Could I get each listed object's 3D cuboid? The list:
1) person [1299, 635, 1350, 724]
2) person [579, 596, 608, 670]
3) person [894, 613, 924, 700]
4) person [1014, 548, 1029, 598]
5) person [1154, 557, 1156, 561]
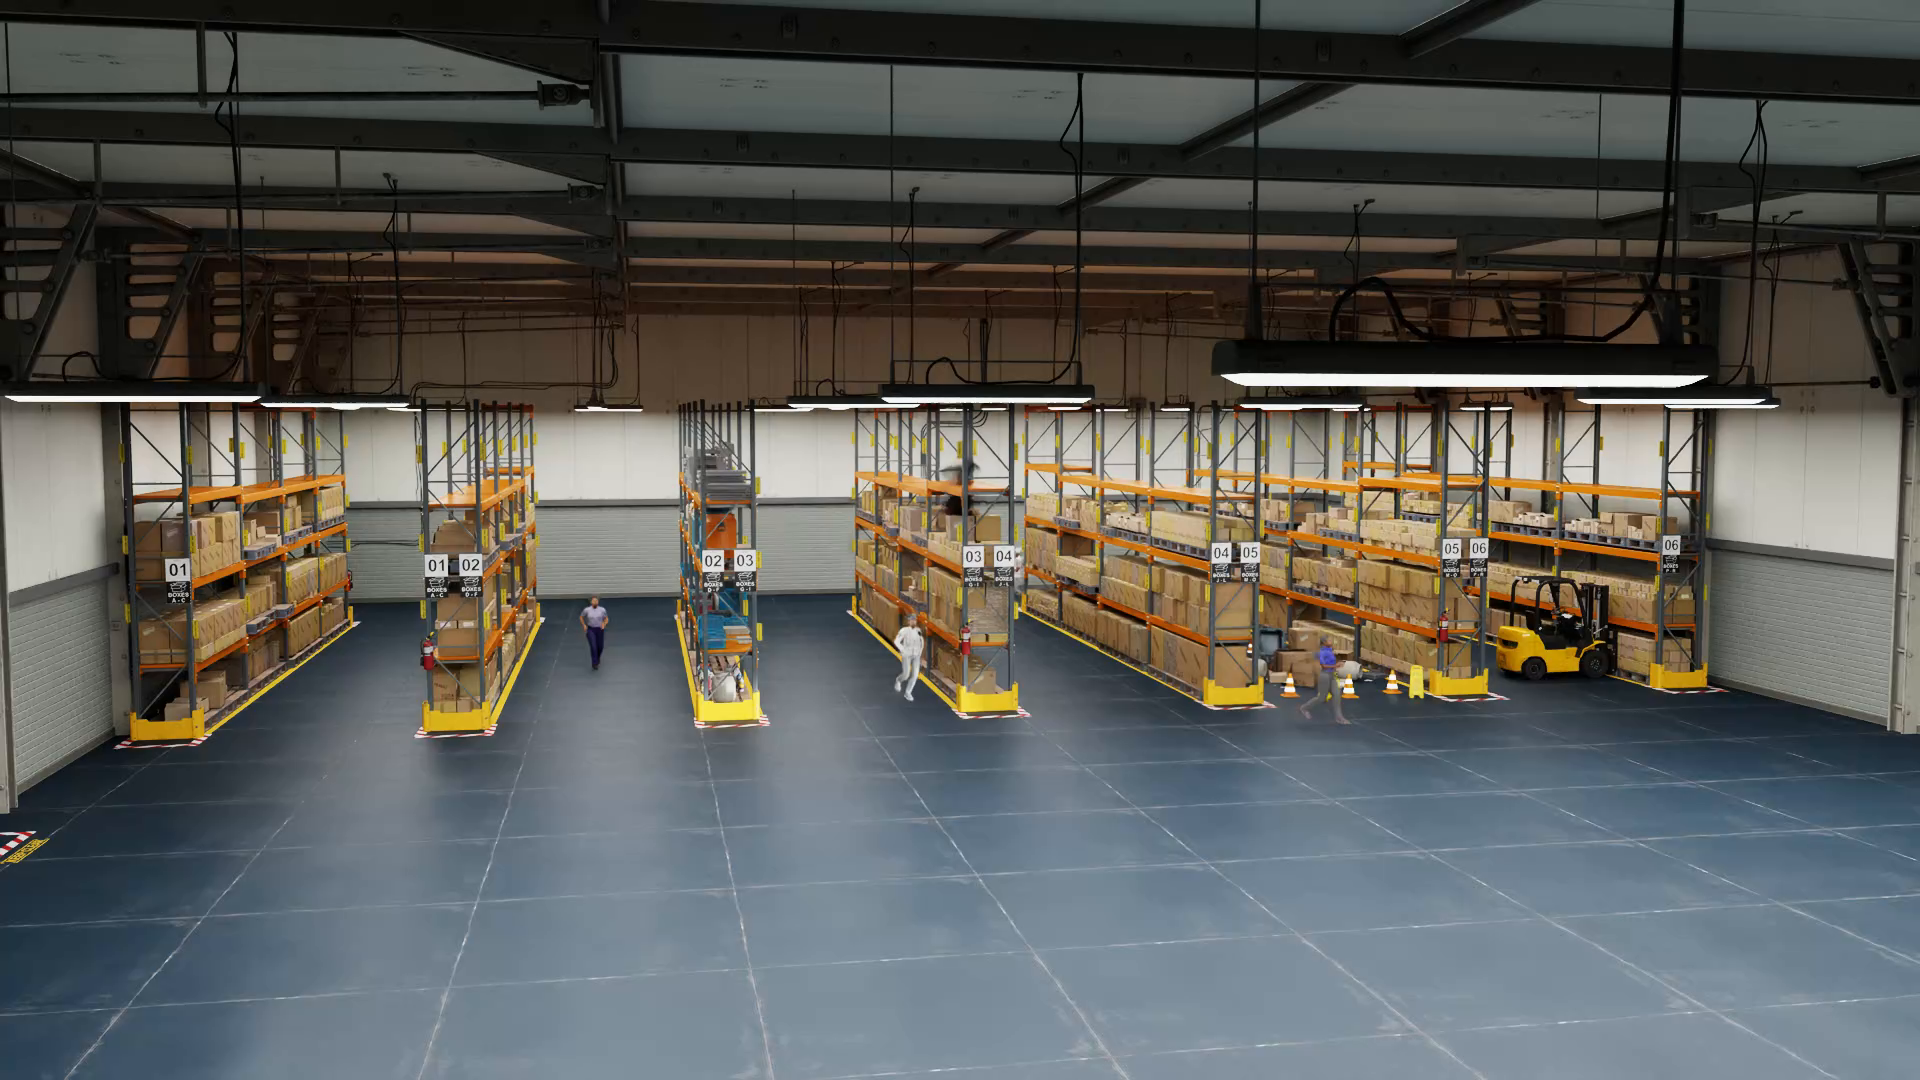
[{"bbox_3d":[6.765,2.564,30.736,0.929,1.634,0.581,3,5,30],"label":"person"},{"bbox_3d":[-8.249,2.080,37.536,0.630,1.631,0.715,-2,5,-23],"label":"person"},{"bbox_3d":[-0.970,2.229,32.164,0.640,1.668,0.613,-2,5,-25],"label":"person"},{"bbox_3d":[1.622,1.089,49.863,0.931,1.719,0.718,0,4,1],"label":"person"},{"bbox_3d":[5.855,1.074,50.683,0.672,1.722,0.588,0,4,-5],"label":"person"}]
